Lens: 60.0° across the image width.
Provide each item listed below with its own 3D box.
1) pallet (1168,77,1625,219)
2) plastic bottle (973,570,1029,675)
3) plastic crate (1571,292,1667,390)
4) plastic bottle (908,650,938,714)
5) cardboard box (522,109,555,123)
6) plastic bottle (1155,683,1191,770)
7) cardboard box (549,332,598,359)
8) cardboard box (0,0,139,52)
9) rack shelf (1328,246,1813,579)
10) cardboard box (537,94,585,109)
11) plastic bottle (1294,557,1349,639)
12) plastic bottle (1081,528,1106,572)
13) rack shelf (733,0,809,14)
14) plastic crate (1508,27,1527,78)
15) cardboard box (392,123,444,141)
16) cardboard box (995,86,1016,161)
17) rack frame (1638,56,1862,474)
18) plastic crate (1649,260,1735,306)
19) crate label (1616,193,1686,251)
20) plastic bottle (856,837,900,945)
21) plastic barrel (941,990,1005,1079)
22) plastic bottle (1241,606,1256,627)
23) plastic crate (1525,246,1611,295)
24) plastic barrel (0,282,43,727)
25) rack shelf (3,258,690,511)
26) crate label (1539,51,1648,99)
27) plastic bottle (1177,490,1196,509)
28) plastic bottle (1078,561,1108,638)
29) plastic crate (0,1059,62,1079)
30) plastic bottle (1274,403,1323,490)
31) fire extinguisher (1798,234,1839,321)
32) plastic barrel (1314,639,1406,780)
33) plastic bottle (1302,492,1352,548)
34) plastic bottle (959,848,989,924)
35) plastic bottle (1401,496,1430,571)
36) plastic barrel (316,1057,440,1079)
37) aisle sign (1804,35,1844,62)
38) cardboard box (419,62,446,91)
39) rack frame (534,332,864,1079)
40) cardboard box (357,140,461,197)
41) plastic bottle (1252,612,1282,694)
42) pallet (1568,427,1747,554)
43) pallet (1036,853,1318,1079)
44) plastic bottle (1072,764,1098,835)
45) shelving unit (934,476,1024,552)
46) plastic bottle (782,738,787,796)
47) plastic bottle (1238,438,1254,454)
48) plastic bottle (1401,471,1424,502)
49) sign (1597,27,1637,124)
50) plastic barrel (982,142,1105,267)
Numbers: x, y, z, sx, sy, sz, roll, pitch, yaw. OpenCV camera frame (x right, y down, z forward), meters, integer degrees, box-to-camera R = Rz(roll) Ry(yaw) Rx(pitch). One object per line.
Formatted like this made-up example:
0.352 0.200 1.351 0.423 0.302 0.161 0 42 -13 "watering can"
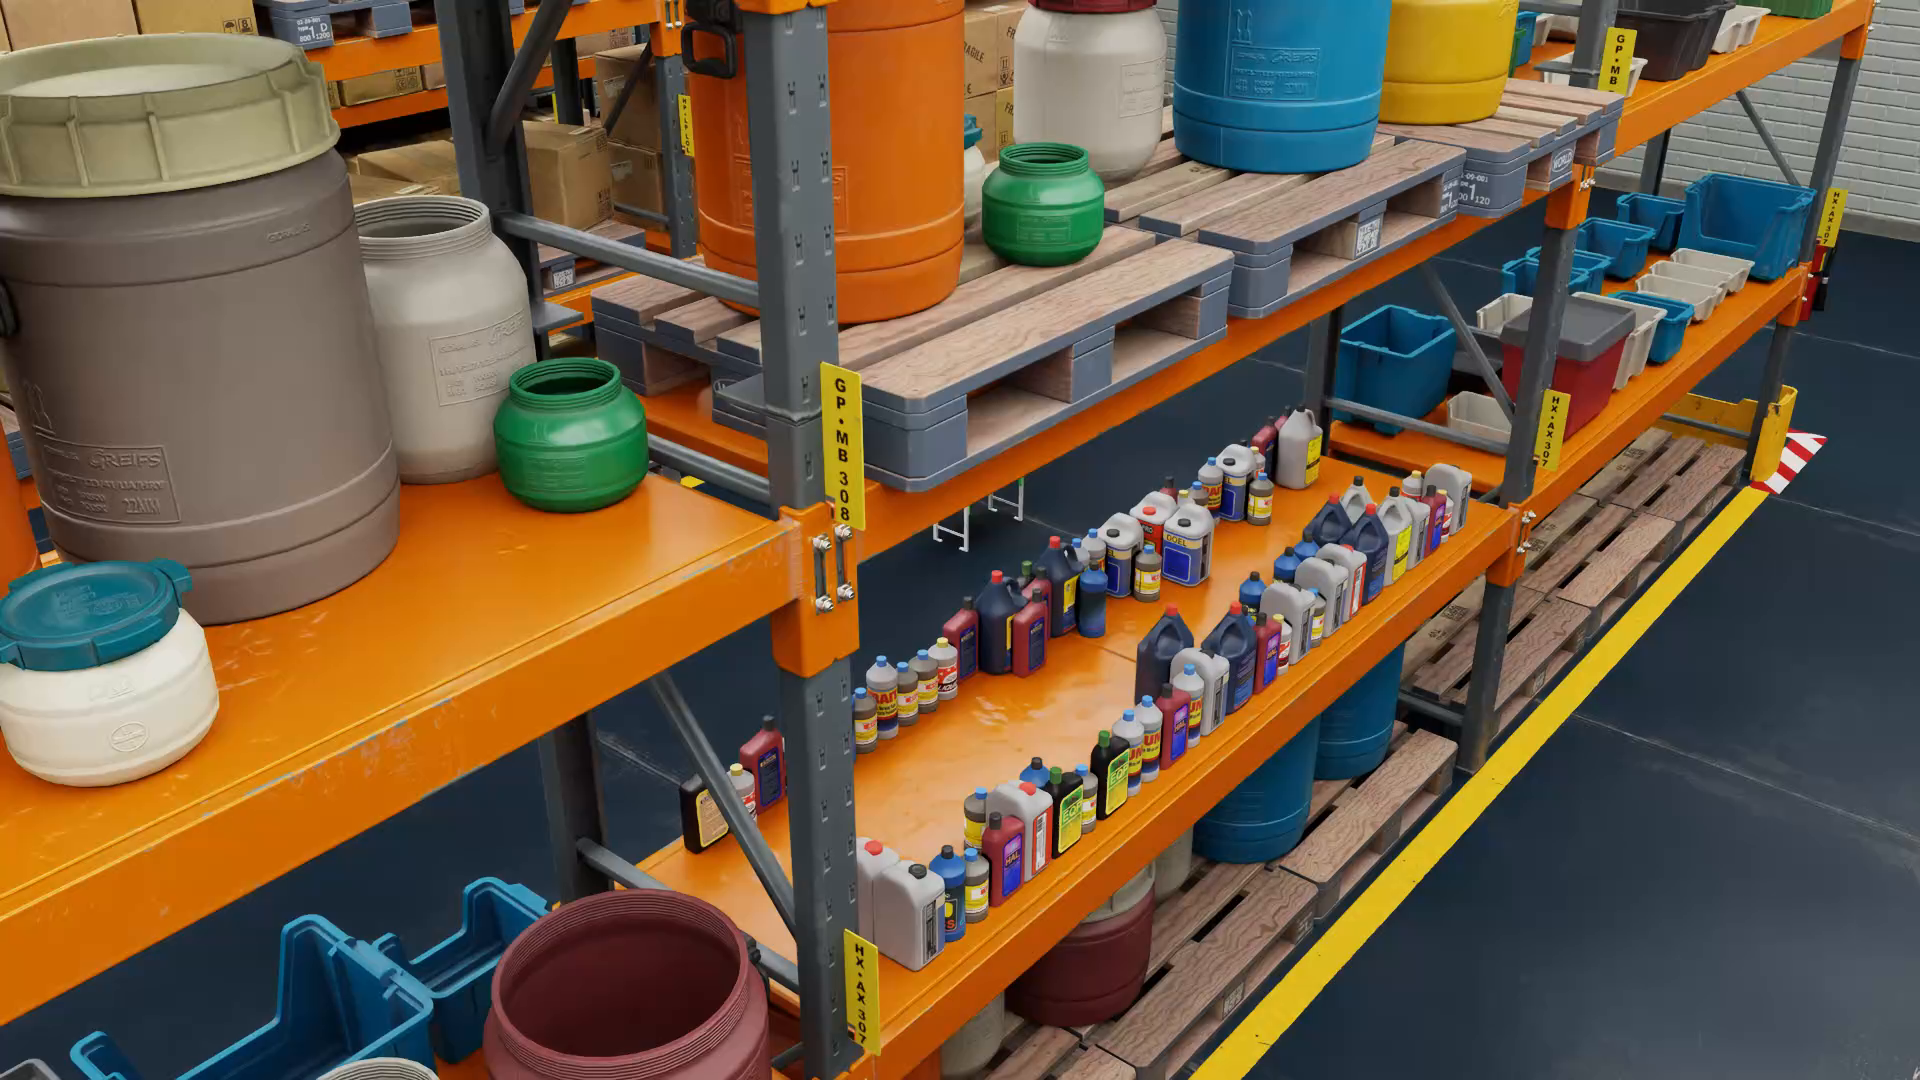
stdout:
1.469 -1.409 5.650 1.213 0.211 1.003 21 34 34 "pallet"
0.136 0.256 5.545 0.144 0.351 0.185 21 34 34 "plastic bottle"
3.005 -0.929 7.844 0.437 0.282 0.530 21 34 34 "plastic crate"
-0.118 0.447 5.338 0.097 0.201 0.097 0 27 0 "plastic bottle"
-3.679 -3.678 14.653 0.380 0.149 0.250 22 34 36 "cardboard box"
0.643 0.548 5.054 0.061 0.283 0.133 21 34 34 "plastic bottle"
-2.423 -0.901 9.968 0.500 0.500 0.500 19 33 32 "cardboard box"
-3.896 -2.220 6.903 0.910 0.500 0.500 21 34 34 "cardboard box"
3.164 -0.857 8.424 1.077 0.370 4.000 21 34 34 "rack shelf"
-3.651 -3.970 15.218 0.380 0.149 0.250 21 34 35 "cardboard box"
1.252 0.178 5.776 0.152 0.276 0.135 21 34 34 "plastic bottle"
0.472 0.087 5.958 0.097 0.271 0.097 0 27 0 "plastic bottle"
-1.924 -0.507 1.655 1.077 0.370 4.000 21 34 34 "rack shelf"
1.928 -1.944 6.709 0.450 0.188 0.662 21 34 34 "plastic crate"
-4.618 -3.431 14.175 0.380 0.149 0.250 20 33 34 "cardboard box"
0.214 -2.955 11.589 0.500 0.500 0.500 21 34 35 "cardboard box"
4.436 -1.885 9.630 1.000 3.000 0.127 21 34 34 "rack frame"
3.862 -1.354 8.825 0.396 0.136 0.243 21 34 34 "plastic crate"
4.025 -1.846 9.671 0.416 0.233 0.303 21 34 34 "crate label"
-0.245 0.903 4.375 0.152 0.276 0.135 21 34 34 "plastic bottle"
-0.064 1.465 5.404 0.421 0.512 0.421 0 27 0 "plastic barrel"
0.920 0.341 5.466 0.097 0.271 0.097 0 27 0 "plastic bottle"
3.188 -1.379 8.769 0.416 0.233 0.300 21 34 34 "plastic crate"
-1.758 -0.112 2.470 0.600 0.830 0.708 21 34 34 "plastic barrel"
-3.200 -0.887 8.484 1.077 0.370 4.000 21 34 34 "rack shelf"
2.426 -1.771 6.432 0.293 0.136 0.466 21 34 34 "crate label"
0.852 -0.094 6.384 0.097 0.201 0.097 0 27 0 "plastic bottle"
0.460 0.198 5.743 0.097 0.271 0.097 0 27 0 "plastic bottle"
-1.916 1.406 3.197 0.402 0.464 0.583 21 34 34 "plastic crate"
1.392 -0.401 6.814 0.144 0.351 0.185 21 34 34 "plastic bottle"
4.883 -1.606 9.580 0.296 0.674 0.183 21 34 34 "fire extinguisher"
1.533 0.466 6.911 0.600 0.901 0.708 21 34 34 "plastic barrel"
1.331 0.000 6.039 0.144 0.351 0.185 21 34 34 "plastic bottle"
0.029 0.913 4.437 0.097 0.201 0.097 0 27 0 "plastic bottle"
1.658 -0.048 6.214 0.152 0.276 0.135 21 34 34 "plastic bottle"
-1.142 1.329 3.295 0.421 0.512 0.421 0 27 0 "plastic barrel"
4.708 -2.980 8.916 0.394 0.787 0.004 21 34 34 "aisle sign"
-4.471 -4.201 13.780 0.980 0.700 0.700 19 33 32 "cardboard box"
-0.652 0.951 4.147 1.000 3.000 0.127 21 34 34 "rack frame"
-2.790 -1.782 8.864 0.500 0.500 0.700 -22 35 -36 "cardboard box"
0.993 0.353 5.431 0.061 0.283 0.133 21 34 34 "plastic bottle"
3.882 -0.366 9.727 1.003 0.211 1.213 21 34 34 "pallet"
0.593 1.467 6.184 1.003 0.211 1.213 21 34 34 "pallet"
0.346 0.736 4.779 0.097 0.201 0.097 0 27 0 "plastic bottle"
0.105 -0.592 9.088 0.258 1.200 0.503 21 34 34 "shelving unit"
-0.490 0.654 4.938 0.097 0.201 0.097 0 27 0 "plastic bottle"
1.124 -0.276 6.660 0.097 0.271 0.097 0 27 0 "plastic bottle"
1.783 -0.174 6.539 0.097 0.201 0.097 0 27 0 "plastic bottle"
2.315 -1.642 5.885 0.100 0.325 0.005 21 34 34 "sign"
0.199 -0.807 3.993 0.294 0.245 0.294 0 27 0 "plastic barrel"
